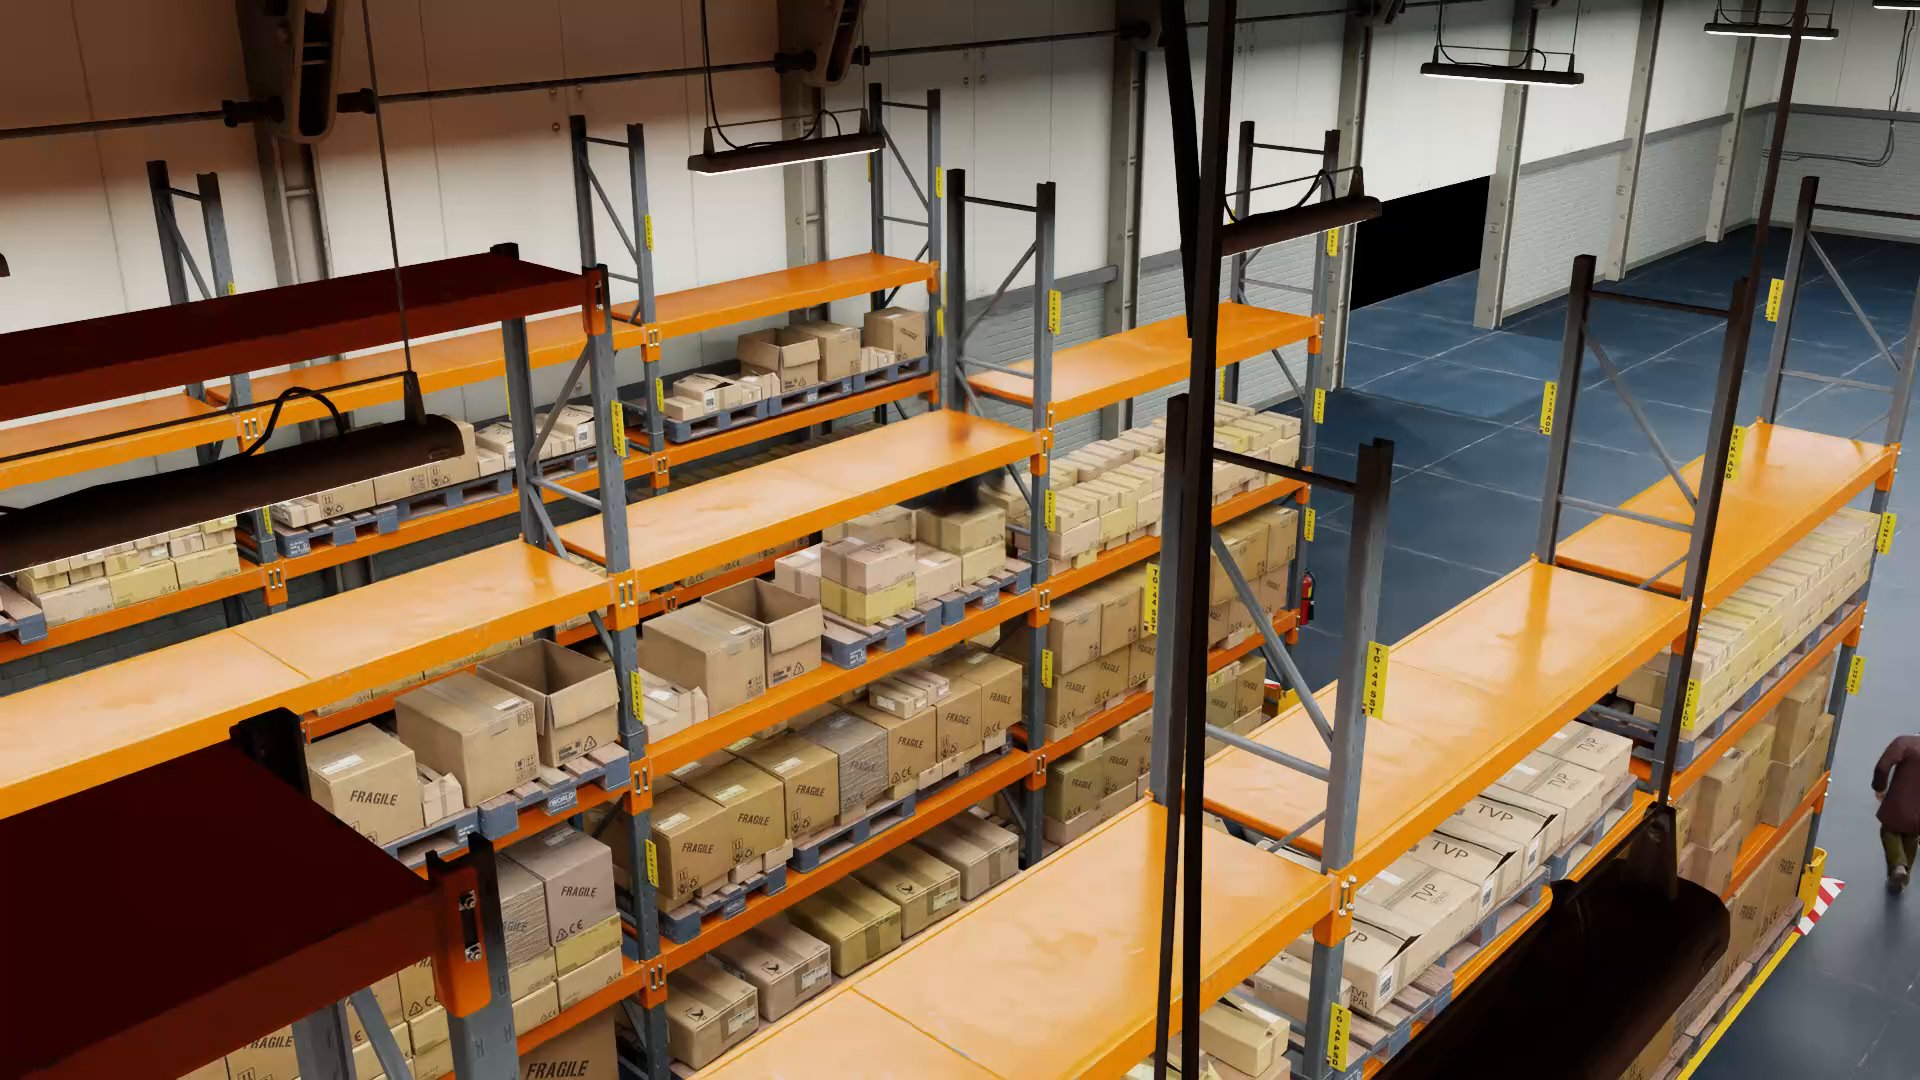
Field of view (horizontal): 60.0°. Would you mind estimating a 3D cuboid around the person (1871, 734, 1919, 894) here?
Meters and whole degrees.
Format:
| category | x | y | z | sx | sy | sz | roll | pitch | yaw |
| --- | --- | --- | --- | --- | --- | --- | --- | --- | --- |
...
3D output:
| category | x | y | z | sx | sy | sz | roll | pitch | yaw |
| --- | --- | --- | --- | --- | --- | --- | --- | --- | --- |
| person | 7.995 | 2.224 | 13.921 | 0.741 | 1.746 | 0.669 | 6 | 22 | 14 |
